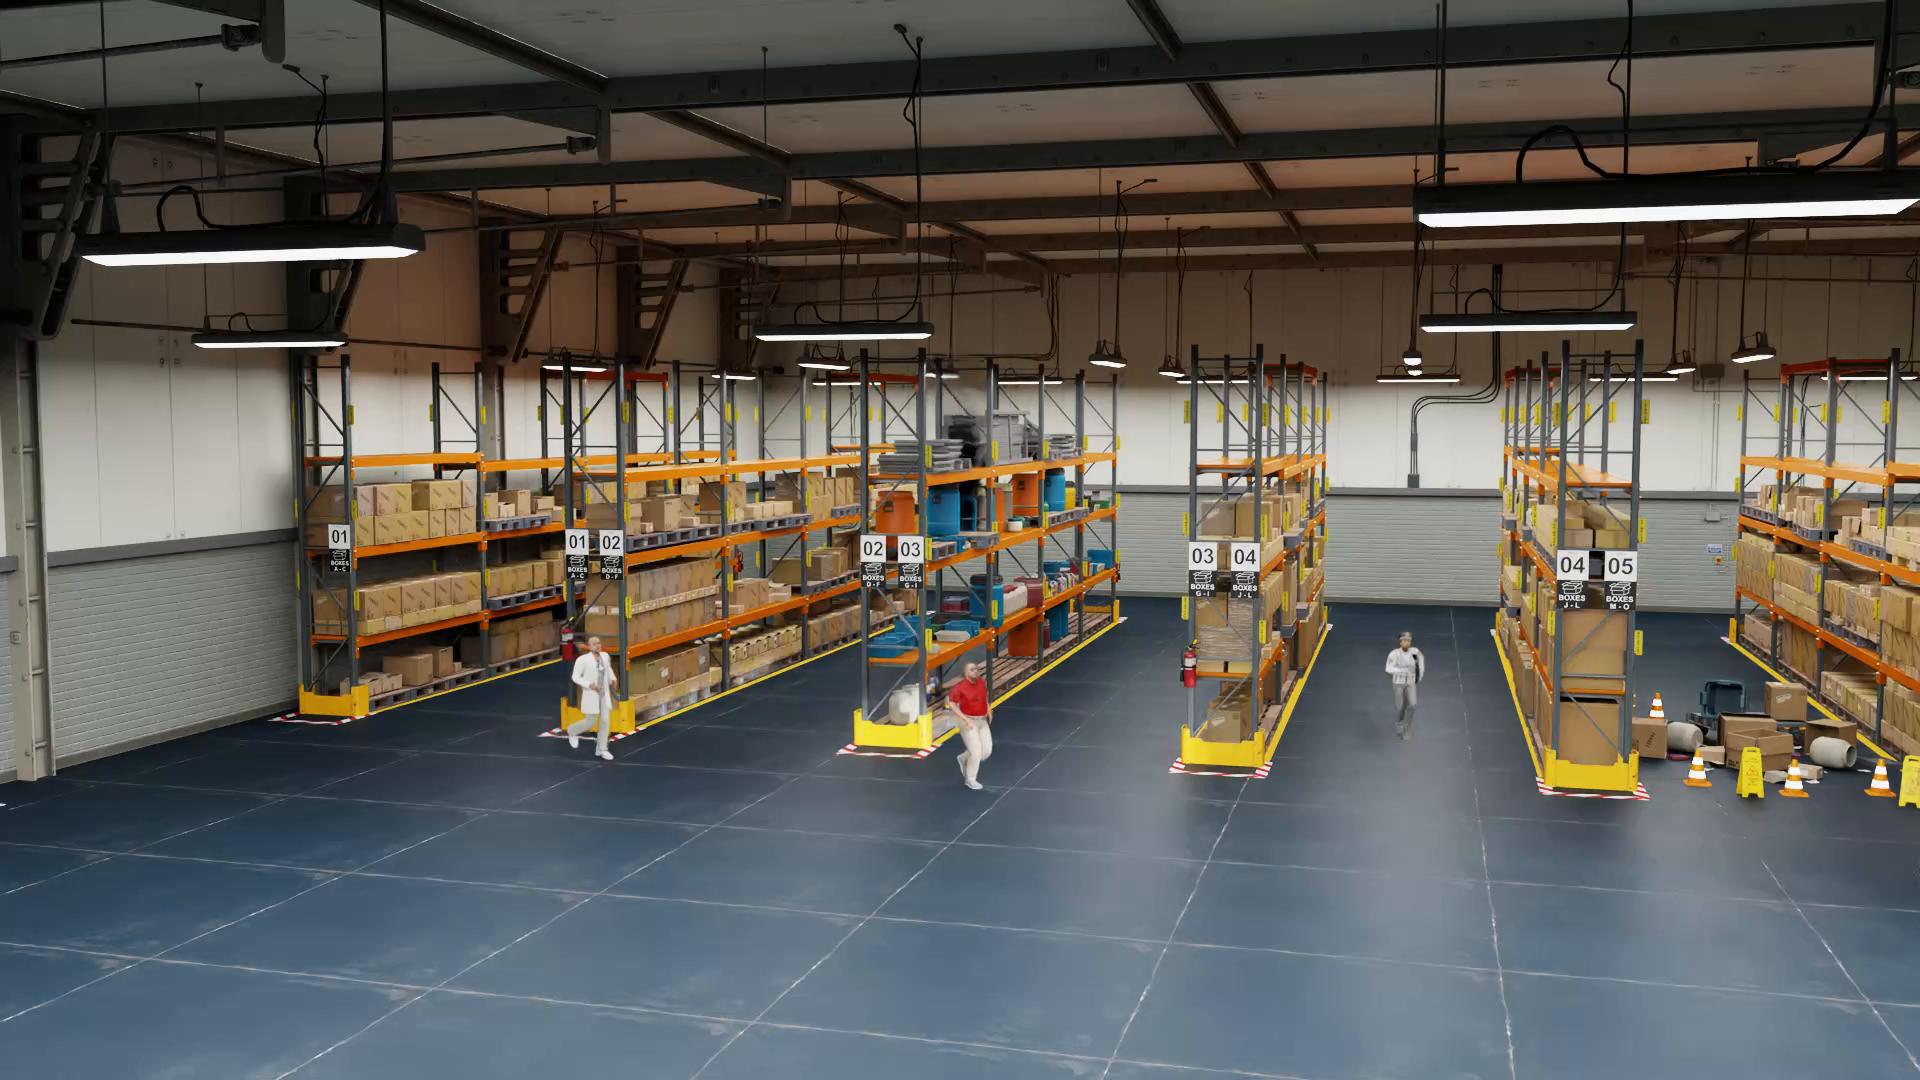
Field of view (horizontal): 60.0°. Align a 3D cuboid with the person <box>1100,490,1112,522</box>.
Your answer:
[{"bbox_3d":[7.298,1.307,28.167,4.082,3.205,25.779,-2,5,-25],"label":"person"}]

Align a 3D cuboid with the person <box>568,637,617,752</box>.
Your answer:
[{"bbox_3d":[-5.391,2.252,24.459,0.719,1.682,0.791,-4,6,-44],"label":"person"}]

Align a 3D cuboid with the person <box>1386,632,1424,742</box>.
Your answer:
[{"bbox_3d":[6.866,2.240,25.655,0.639,1.698,0.803,0,4,2],"label":"person"}]

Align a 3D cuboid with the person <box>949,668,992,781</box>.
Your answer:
[{"bbox_3d":[0.153,2.474,22.428,0.640,1.546,0.506,-4,6,-41],"label":"person"}]
